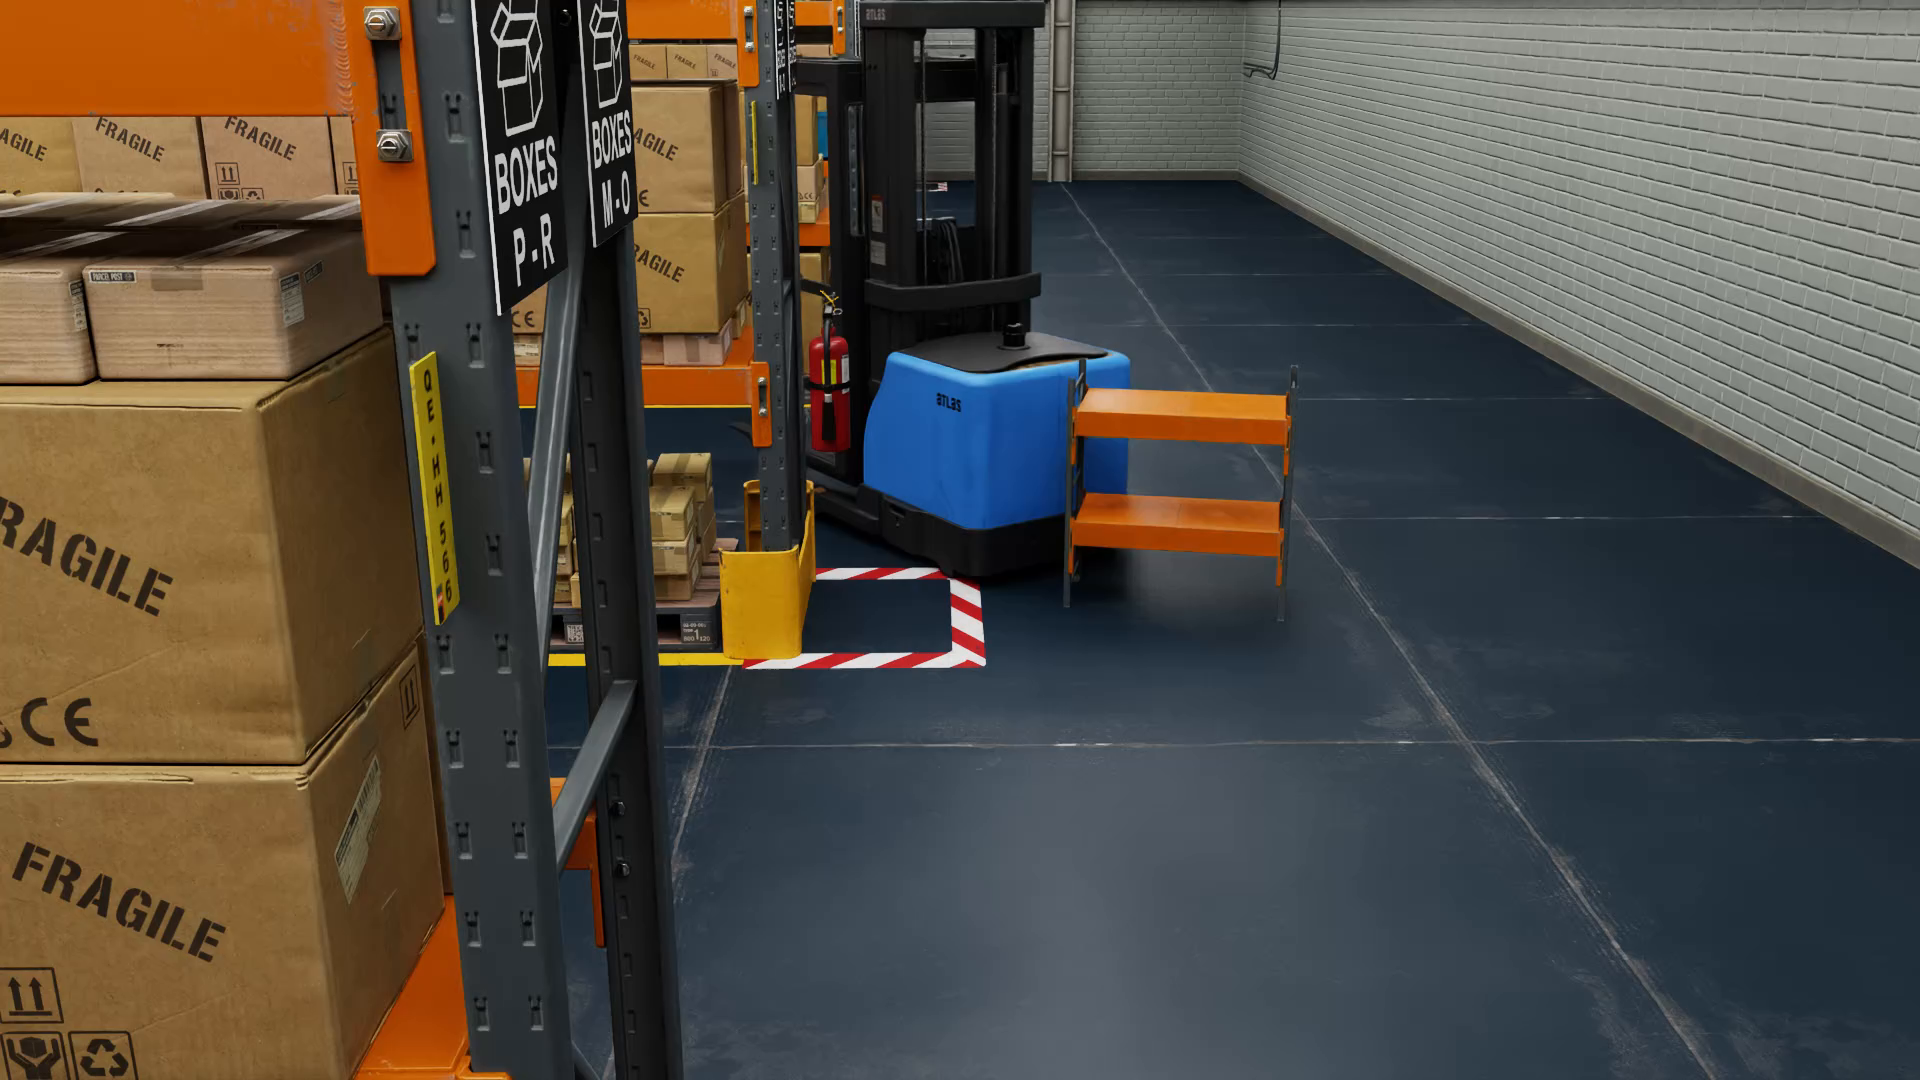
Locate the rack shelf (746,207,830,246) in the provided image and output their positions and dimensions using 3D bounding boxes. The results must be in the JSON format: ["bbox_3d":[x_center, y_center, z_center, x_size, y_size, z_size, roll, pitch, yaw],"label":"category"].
[{"bbox_3d":[-2.796,-2.239,12.294,4.000,0.370,1.077,0,18,-1],"label":"rack shelf"}]

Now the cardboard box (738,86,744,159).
[{"bbox_3d":[-1.780,-3.096,12.320,0.500,0.500,0.500,-1,18,-2],"label":"cardboard box"}]

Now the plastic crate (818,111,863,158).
[{"bbox_3d":[-1.206,-4.091,16.733,0.499,0.435,0.616,0,18,-1],"label":"plastic crate"}]

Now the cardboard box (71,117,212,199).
[{"bbox_3d":[-3.341,-1.650,6.992,0.500,0.500,0.500,0,18,0],"label":"cardboard box"}]

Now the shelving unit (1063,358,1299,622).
[{"bbox_3d":[1.059,-0.255,8.000,1.048,1.125,0.538,3,18,10],"label":"shelving unit"}]

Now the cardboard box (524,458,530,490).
[{"bbox_3d":[-2.123,-0.276,8.004,0.250,0.149,0.380,-1,18,-4],"label":"cardboard box"}]

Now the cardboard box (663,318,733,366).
[{"bbox_3d":[-1.141,-0.868,7.255,0.250,0.149,0.380,0,18,-1],"label":"cardboard box"}]

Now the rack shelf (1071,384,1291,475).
[{"bbox_3d":[1.059,-0.533,7.911,1.000,0.278,0.538,3,18,10],"label":"rack shelf"}]

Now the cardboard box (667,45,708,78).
[{"bbox_3d":[-3.443,-6.043,21.173,0.500,0.500,0.500,-1,18,-2],"label":"cardboard box"}]

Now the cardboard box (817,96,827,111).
[{"bbox_3d":[-1.911,-5.576,21.354,0.500,0.500,0.500,0,18,0],"label":"cardboard box"}]

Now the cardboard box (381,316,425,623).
[{"bbox_3d":[-1.124,-0.173,2.875,0.500,0.500,0.500,-1,18,-2],"label":"cardboard box"}]

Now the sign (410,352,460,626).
[{"bbox_3d":[-0.645,-0.063,2.050,0.005,0.325,0.100,0,18,-1],"label":"sign"}]

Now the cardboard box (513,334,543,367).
[{"bbox_3d":[-1.895,-0.864,7.243,0.250,0.149,0.380,0,18,1],"label":"cardboard box"}]

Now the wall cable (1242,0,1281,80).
[{"bbox_3d":[4.630,-8.426,25.665,0.112,2.526,3.097,0,18,-1],"label":"wall cable"}]

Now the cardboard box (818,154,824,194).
[{"bbox_3d":[-1.280,-2.742,12.442,0.500,0.250,0.500,-1,18,-2],"label":"cardboard box"}]

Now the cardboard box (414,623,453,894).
[{"bbox_3d":[-1.124,0.302,3.030,0.500,0.500,0.500,0,18,-1],"label":"cardboard box"}]

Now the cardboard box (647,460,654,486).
[{"bbox_3d":[-1.622,-0.265,7.968,0.250,0.149,0.380,0,18,0],"label":"cardboard box"}]

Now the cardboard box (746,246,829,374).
[{"bbox_3d":[-1.435,-1.752,12.389,0.875,0.875,0.875,0,18,-1],"label":"cardboard box"}]

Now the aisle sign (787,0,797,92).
[{"bbox_3d":[-0.751,-2.406,7.380,0.004,0.787,0.394,0,18,-1],"label":"aisle sign"}]

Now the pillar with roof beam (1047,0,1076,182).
[{"bbox_3d":[1.723,-8.949,22.212,0.400,9.000,9.100,0,18,-1],"label":"pillar with roof beam"}]

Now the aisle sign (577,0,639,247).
[{"bbox_3d":[-0.572,-0.891,2.660,0.004,0.787,0.394,0,18,-1],"label":"aisle sign"}]

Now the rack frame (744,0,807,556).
[{"bbox_3d":[-0.819,-1.076,7.491,0.127,3.000,1.000,0,18,-1],"label":"rack frame"}]

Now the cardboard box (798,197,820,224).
[{"bbox_3d":[-1.147,-2.369,11.934,0.250,0.149,0.380,0,18,0],"label":"cardboard box"}]

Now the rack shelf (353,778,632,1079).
[{"bbox_3d":[-2.640,0.788,2.859,4.000,0.370,1.077,0,18,-1],"label":"rack shelf"}]

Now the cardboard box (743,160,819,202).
[{"bbox_3d":[-1.277,-2.578,11.932,0.500,0.250,0.500,-1,18,-2],"label":"cardboard box"}]

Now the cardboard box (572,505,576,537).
[{"bbox_3d":[-1.596,-0.138,7.573,0.250,0.149,0.380,0,18,0],"label":"cardboard box"}]

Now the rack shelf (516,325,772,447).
[{"bbox_3d":[-2.819,-0.724,7.571,4.000,0.370,1.077,0,18,-1],"label":"rack shelf"}]

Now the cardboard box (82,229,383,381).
[{"bbox_3d":[-0.995,-0.334,2.316,0.250,0.149,0.380,0,18,0],"label":"cardboard box"}]

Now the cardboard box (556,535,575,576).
[{"bbox_3d":[-1.862,0.033,7.528,0.250,0.149,0.380,-1,18,-3],"label":"cardboard box"}]

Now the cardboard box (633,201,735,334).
[{"bbox_3d":[-1.264,-1.184,7.178,0.500,0.500,0.500,0,18,0],"label":"cardboard box"}]

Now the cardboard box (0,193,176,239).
[{"bbox_3d":[-1.522,-0.491,2.804,0.250,0.149,0.380,0,18,1],"label":"cardboard box"}]

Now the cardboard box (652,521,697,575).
[{"bbox_3d":[-1.342,0.030,7.537,0.250,0.149,0.380,-1,18,-2],"label":"cardboard box"}]

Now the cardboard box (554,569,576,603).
[{"bbox_3d":[-1.863,0.155,7.633,0.250,0.149,0.380,0,18,-1],"label":"cardboard box"}]

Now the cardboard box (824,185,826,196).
[{"bbox_3d":[-1.997,-4.599,22.254,0.500,0.250,0.500,0,18,-1],"label":"cardboard box"}]

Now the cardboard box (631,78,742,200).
[{"bbox_3d":[-1.272,-1.820,7.523,0.500,0.500,0.500,0,18,-1],"label":"cardboard box"}]

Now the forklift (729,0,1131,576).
[{"bbox_3d":[-0.352,-1.606,9.255,1.130,2.935,3.031,-12,21,-32],"label":"forklift"}]

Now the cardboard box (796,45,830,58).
[{"bbox_3d":[-1.895,-6.052,21.202,0.500,0.500,0.500,0,18,1],"label":"cardboard box"}]

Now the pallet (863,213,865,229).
[{"bbox_3d":[-1.822,-4.284,22.058,1.213,0.211,1.003,0,18,-1],"label":"pallet"}]

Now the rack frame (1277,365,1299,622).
[{"bbox_3d":[1.559,-0.226,7.912,0.032,1.125,0.500,3,18,10],"label":"rack frame"}]

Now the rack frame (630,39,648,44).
[{"bbox_3d":[-5.030,-7.110,26.303,0.127,3.000,1.000,0,18,-1],"label":"rack frame"}]

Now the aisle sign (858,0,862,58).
[{"bbox_3d":[-0.729,-3.921,12.104,0.004,0.787,0.394,0,18,-1],"label":"aisle sign"}]

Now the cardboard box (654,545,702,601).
[{"bbox_3d":[-1.342,0.148,7.656,0.250,0.149,0.380,0,18,0],"label":"cardboard box"}]

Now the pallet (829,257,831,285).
[{"bbox_3d":[-1.700,-2.784,17.381,1.213,0.211,1.003,0,18,-1],"label":"pallet"}]

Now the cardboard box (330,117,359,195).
[{"bbox_3d":[-2.299,-1.655,7.010,0.500,0.500,0.500,1,18,2],"label":"cardboard box"}]

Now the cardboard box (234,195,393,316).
[{"bbox_3d":[-0.999,-0.480,2.771,0.250,0.149,0.380,0,18,0],"label":"cardboard box"}]
